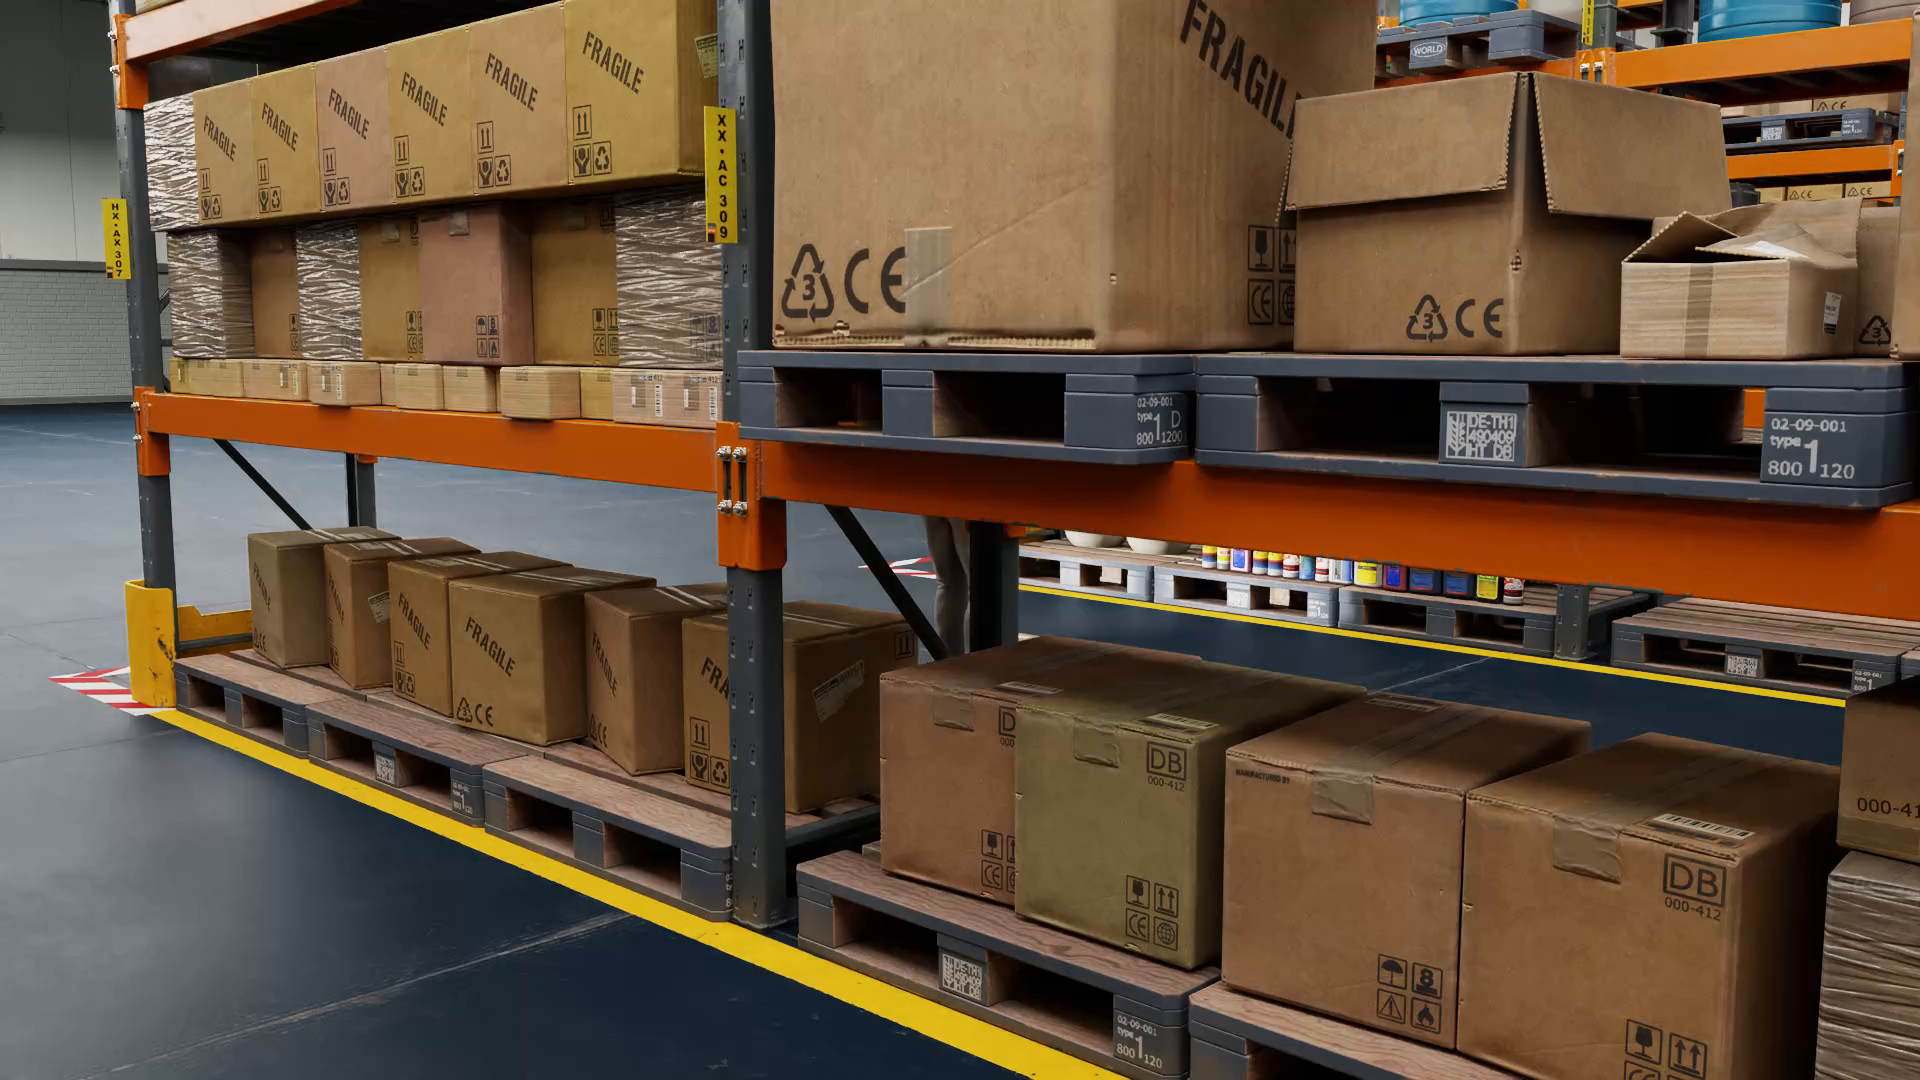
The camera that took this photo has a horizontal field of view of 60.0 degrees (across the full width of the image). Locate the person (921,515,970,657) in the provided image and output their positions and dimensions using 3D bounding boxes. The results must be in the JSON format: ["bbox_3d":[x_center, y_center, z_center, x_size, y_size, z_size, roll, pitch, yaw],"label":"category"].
[{"bbox_3d":[0.031,-0.145,6.923,0.487,1.673,0.404,7,10,44],"label":"person"}]
